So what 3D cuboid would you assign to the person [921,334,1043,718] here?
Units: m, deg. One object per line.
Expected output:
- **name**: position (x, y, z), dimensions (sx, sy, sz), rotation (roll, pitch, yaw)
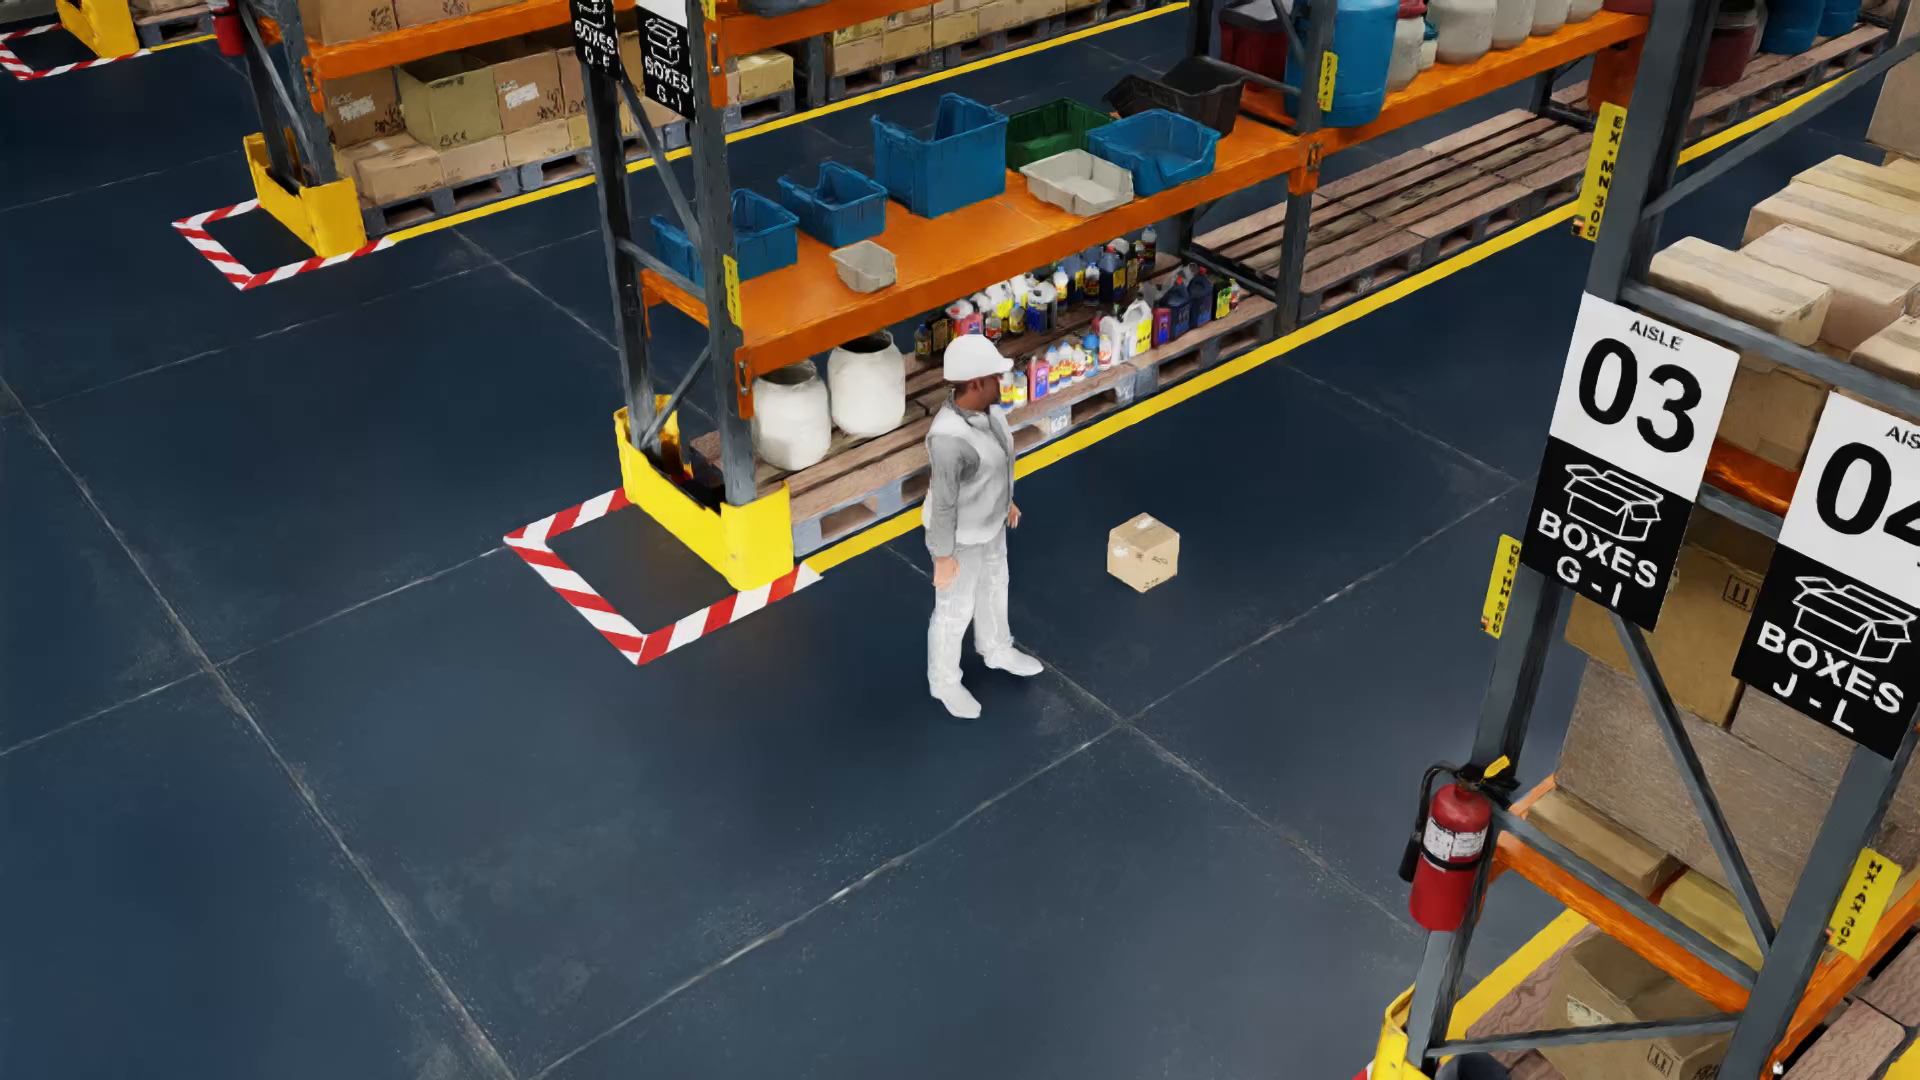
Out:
- **person**: position (0.095, -0.056, 7.096), dimensions (0.517, 1.781, 0.583), rotation (11, 37, 15)
